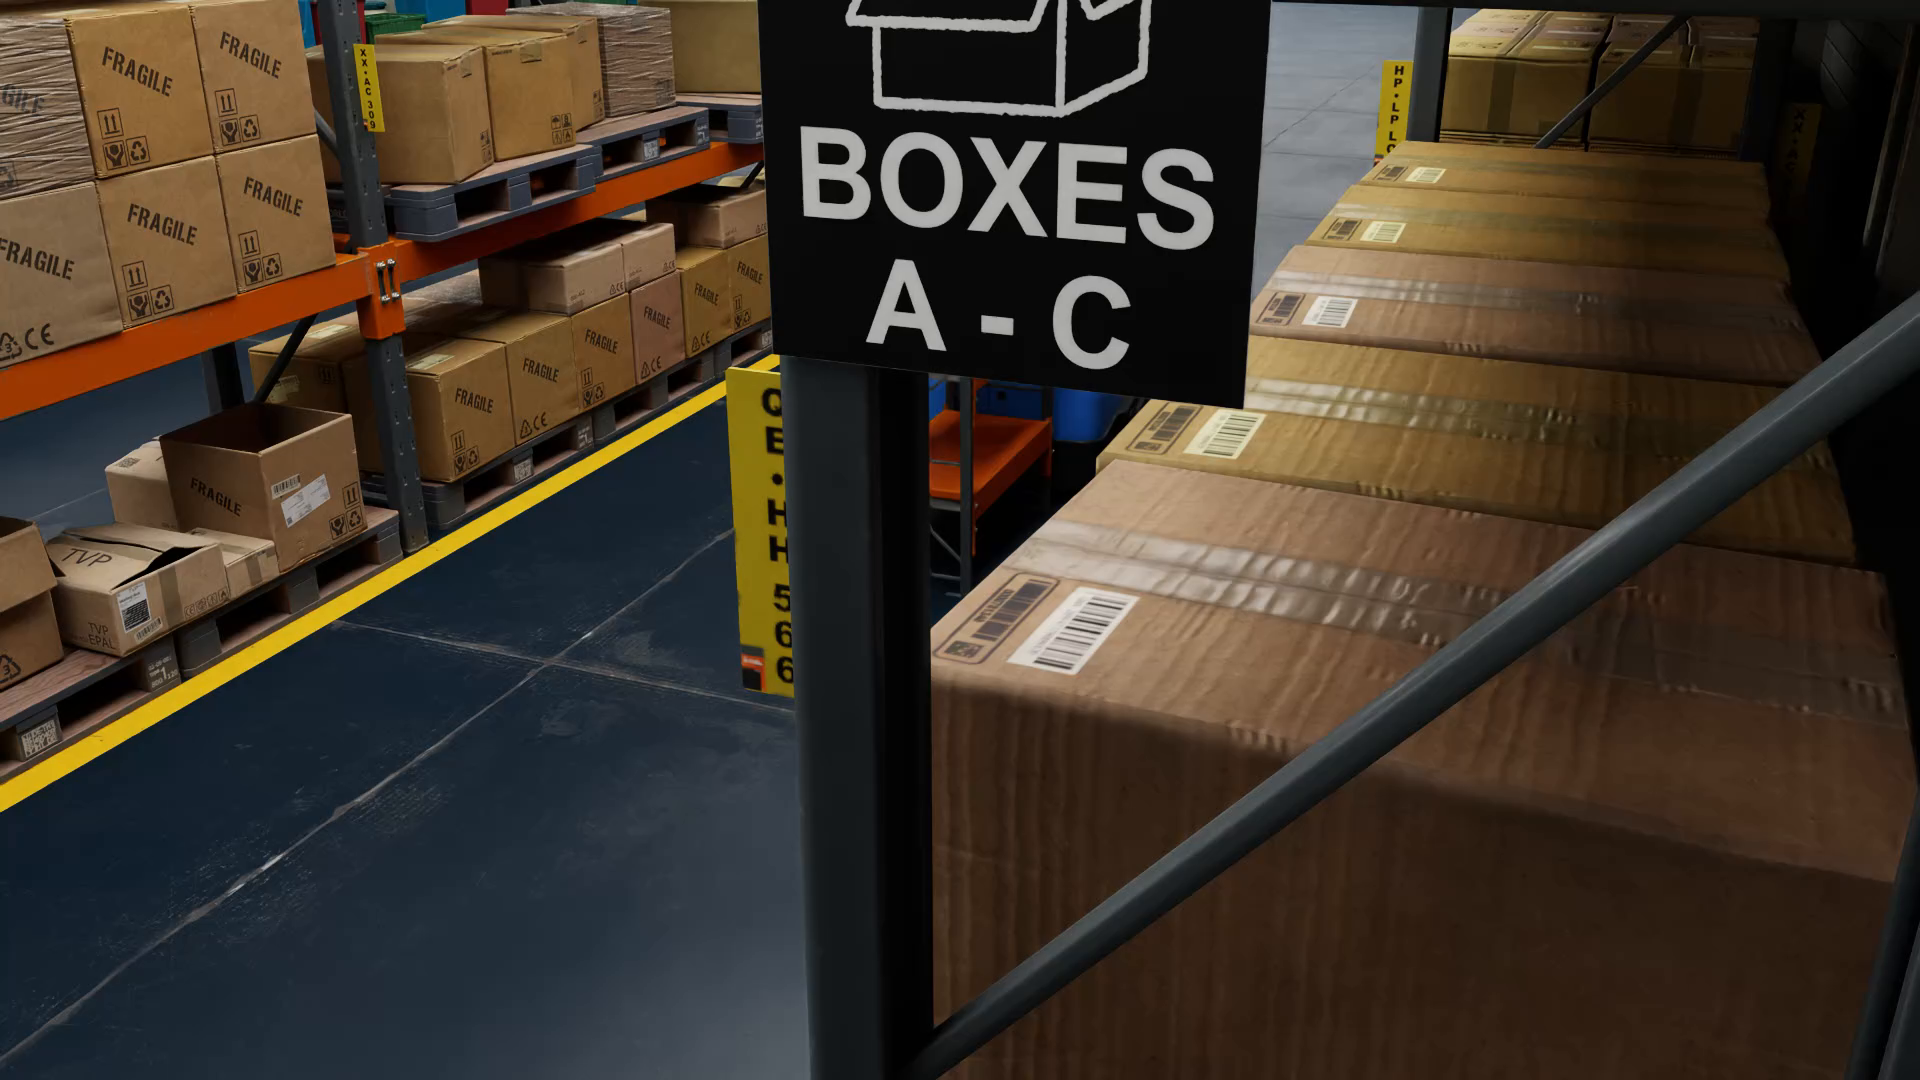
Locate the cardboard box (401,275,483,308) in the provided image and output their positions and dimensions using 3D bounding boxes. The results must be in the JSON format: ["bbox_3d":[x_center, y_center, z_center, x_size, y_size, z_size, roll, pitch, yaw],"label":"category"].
[{"bbox_3d":[-2.485,-1.034,8.506,0.500,0.500,0.500,9,24,21],"label":"cardboard box"}]

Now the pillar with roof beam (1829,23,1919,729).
[{"bbox_3d":[-1.634,-3.714,4.466,9.100,9.000,0.400,9,24,20],"label":"pillar with roof beam"}]

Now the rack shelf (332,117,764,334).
[{"bbox_3d":[-2.038,-1.795,8.590,1.077,0.370,4.000,9,24,20],"label":"rack shelf"}]

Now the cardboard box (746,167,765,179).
[{"bbox_3d":[-1.142,-2.436,11.486,0.500,0.311,0.500,8,24,19],"label":"cardboard box"}]

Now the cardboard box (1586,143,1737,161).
[{"bbox_3d":[2.225,-1.025,5.270,0.500,0.500,0.500,8,24,18],"label":"cardboard box"}]

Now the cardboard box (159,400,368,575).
[{"bbox_3d":[-2.729,-0.217,6.550,0.500,0.500,0.500,9,24,20],"label":"cardboard box"}]

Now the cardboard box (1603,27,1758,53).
[{"bbox_3d":[2.421,-1.558,5.573,0.500,0.250,0.500,9,24,21],"label":"cardboard box"}]

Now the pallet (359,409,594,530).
[{"bbox_3d":[-2.514,-0.421,7.985,1.003,0.211,1.213,9,24,20],"label":"pallet"}]

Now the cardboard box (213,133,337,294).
[{"bbox_3d":[-2.728,-1.242,6.202,0.500,0.500,0.500,9,24,21],"label":"cardboard box"}]

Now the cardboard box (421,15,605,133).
[{"bbox_3d":[-2.182,-2.293,8.172,0.700,0.500,0.500,3,23,7],"label":"cardboard box"}]

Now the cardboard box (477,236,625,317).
[{"bbox_3d":[-2.003,-1.303,8.178,0.500,0.250,0.500,9,24,20],"label":"cardboard box"}]

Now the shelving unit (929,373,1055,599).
[{"bbox_3d":[-0.006,-0.501,6.991,0.538,1.125,1.048,8,24,19],"label":"shelving unit"}]

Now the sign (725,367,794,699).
[{"bbox_3d":[-0.165,0.001,1.545,0.100,0.325,0.005,9,24,20],"label":"sign"}]

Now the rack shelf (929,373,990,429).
[{"bbox_3d":[-0.006,-0.771,6.878,0.538,0.278,1.000,8,24,19],"label":"rack shelf"}]

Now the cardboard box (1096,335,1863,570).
[{"bbox_3d":[0.774,0.143,2.626,0.980,0.700,0.700,9,24,20],"label":"cardboard box"}]

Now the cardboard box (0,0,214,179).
[{"bbox_3d":[-2.916,-1.517,5.564,0.500,0.500,0.500,8,24,19],"label":"cardboard box"}]

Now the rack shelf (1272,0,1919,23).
[{"bbox_3d":[1.077,-1.040,2.890,1.077,0.370,4.000,9,24,20],"label":"rack shelf"}]

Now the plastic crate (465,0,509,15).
[{"bbox_3d":[-4.303,-4.797,14.761,0.402,0.464,0.583,9,24,20],"label":"plastic crate"}]

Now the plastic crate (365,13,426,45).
[{"bbox_3d":[-4.792,-4.224,13.745,0.450,0.188,0.662,9,24,20],"label":"plastic crate"}]

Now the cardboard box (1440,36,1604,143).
[{"bbox_3d":[1.756,-1.446,5.306,0.500,0.250,0.500,9,24,21],"label":"cardboard box"}]

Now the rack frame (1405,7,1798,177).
[{"bbox_3d":[1.820,-0.704,5.043,1.000,3.000,0.127,9,24,20],"label":"rack frame"}]

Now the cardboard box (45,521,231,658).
[{"bbox_3d":[-3.008,0.139,5.943,0.500,0.311,0.500,9,24,20],"label":"cardboard box"}]

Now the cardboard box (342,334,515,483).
[{"bbox_3d":[-2.375,-0.599,7.466,0.500,0.500,0.500,8,24,18],"label":"cardboard box"}]

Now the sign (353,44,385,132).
[{"bbox_3d":[-2.274,-1.736,6.392,0.100,0.325,0.005,9,24,20],"label":"sign"}]

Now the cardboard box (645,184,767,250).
[{"bbox_3d":[-1.441,-1.850,9.486,0.500,0.250,0.500,10,25,22],"label":"cardboard box"}]

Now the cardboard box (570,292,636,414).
[{"bbox_3d":[-1.994,-0.970,8.352,0.500,0.500,0.500,9,24,21],"label":"cardboard box"}]

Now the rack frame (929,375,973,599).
[{"bbox_3d":[-0.187,-0.318,6.552,0.500,1.125,0.032,8,24,19],"label":"rack frame"}]

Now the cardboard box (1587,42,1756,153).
[{"bbox_3d":[2.233,-1.370,5.123,0.500,0.250,0.500,10,25,22],"label":"cardboard box"}]

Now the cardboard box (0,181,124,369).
[{"bbox_3d":[-3.107,-0.873,5.319,0.500,0.500,0.500,9,24,21],"label":"cardboard box"}]

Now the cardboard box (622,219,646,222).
[{"bbox_3d":[-1.919,-1.583,9.819,0.500,0.500,0.500,8,24,18],"label":"cardboard box"}]

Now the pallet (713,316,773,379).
[{"bbox_3d":[-1.607,-1.295,10.076,1.003,0.211,1.213,9,24,20],"label":"pallet"}]

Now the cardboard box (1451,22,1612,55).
[{"bbox_3d":[1.955,-1.628,5.741,0.500,0.250,0.500,9,24,21],"label":"cardboard box"}]

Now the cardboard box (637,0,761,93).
[{"bbox_3d":[-1.424,-2.842,9.486,0.700,0.500,0.500,1,23,2],"label":"cardboard box"}]

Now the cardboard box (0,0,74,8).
[{"bbox_3d":[-3.408,-1.606,5.776,0.500,0.500,0.500,8,24,18],"label":"cardboard box"}]

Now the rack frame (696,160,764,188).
[{"bbox_3d":[-1.295,-2.843,10.165,1.000,3.000,0.127,9,24,20],"label":"rack frame"}]

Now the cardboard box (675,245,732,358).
[{"bbox_3d":[-1.617,-1.339,9.237,0.500,0.500,0.500,8,24,18],"label":"cardboard box"}]

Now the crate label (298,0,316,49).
[{"bbox_3d":[-5.272,-3.887,12.617,0.502,0.435,0.616,9,24,20],"label":"crate label"}]

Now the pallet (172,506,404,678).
[{"bbox_3d":[-3.037,0.121,6.687,1.003,0.211,1.213,9,24,20],"label":"pallet"}]

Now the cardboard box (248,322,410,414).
[{"bbox_3d":[-2.864,-0.679,7.656,0.500,0.500,0.500,9,24,20],"label":"cardboard box"}]

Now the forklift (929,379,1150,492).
[{"bbox_3d":[0.503,-2.112,8.504,1.130,2.935,3.031,6,23,13],"label":"forklift"}]

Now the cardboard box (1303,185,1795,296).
[{"bbox_3d":[1.327,-0.390,3.903,0.980,0.700,0.700,8,24,19],"label":"cardboard box"}]

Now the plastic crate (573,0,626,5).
[{"bbox_3d":[-3.640,-5.333,16.400,0.450,0.188,0.662,9,24,20],"label":"plastic crate"}]

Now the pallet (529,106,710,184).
[{"bbox_3d":[-2.013,-2.058,8.534,1.003,0.211,1.213,9,24,20],"label":"pallet"}]

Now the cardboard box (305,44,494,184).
[{"bbox_3d":[-2.397,-1.789,6.967,0.700,0.500,0.500,1,23,2],"label":"cardboard box"}]

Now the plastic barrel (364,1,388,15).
[{"bbox_3d":[-5.041,-4.470,14.238,0.301,0.262,0.301,0,23,0],"label":"plastic barrel"}]
